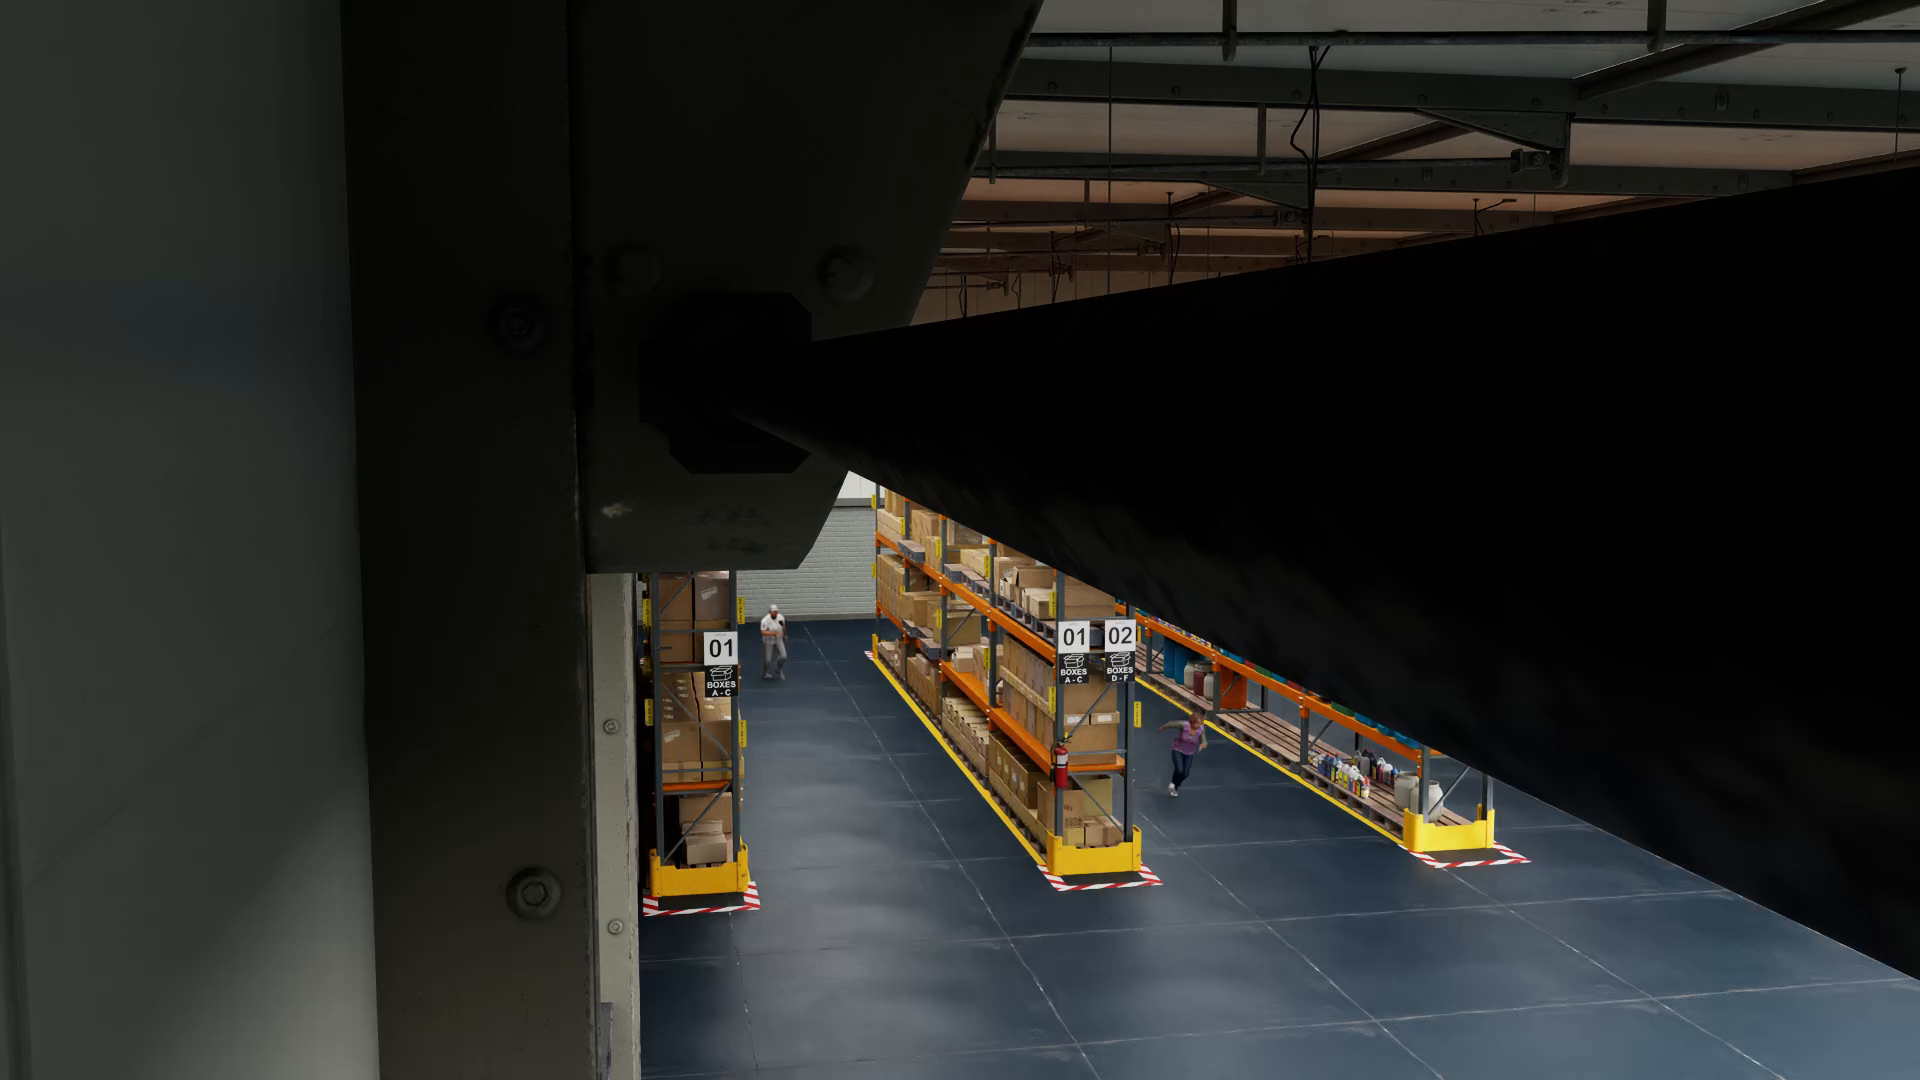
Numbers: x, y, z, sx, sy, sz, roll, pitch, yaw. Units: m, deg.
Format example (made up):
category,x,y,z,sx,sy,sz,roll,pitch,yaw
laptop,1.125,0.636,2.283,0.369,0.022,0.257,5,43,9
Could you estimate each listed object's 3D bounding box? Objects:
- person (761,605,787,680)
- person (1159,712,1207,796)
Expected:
category,x,y,z,sx,sy,sz,roll,pitch,yaw
person,-3.793,2.077,33.846,0.610,1.574,0.884,-3,6,-24
person,3.304,3.161,24.352,0.552,1.330,0.919,-1,6,-11
